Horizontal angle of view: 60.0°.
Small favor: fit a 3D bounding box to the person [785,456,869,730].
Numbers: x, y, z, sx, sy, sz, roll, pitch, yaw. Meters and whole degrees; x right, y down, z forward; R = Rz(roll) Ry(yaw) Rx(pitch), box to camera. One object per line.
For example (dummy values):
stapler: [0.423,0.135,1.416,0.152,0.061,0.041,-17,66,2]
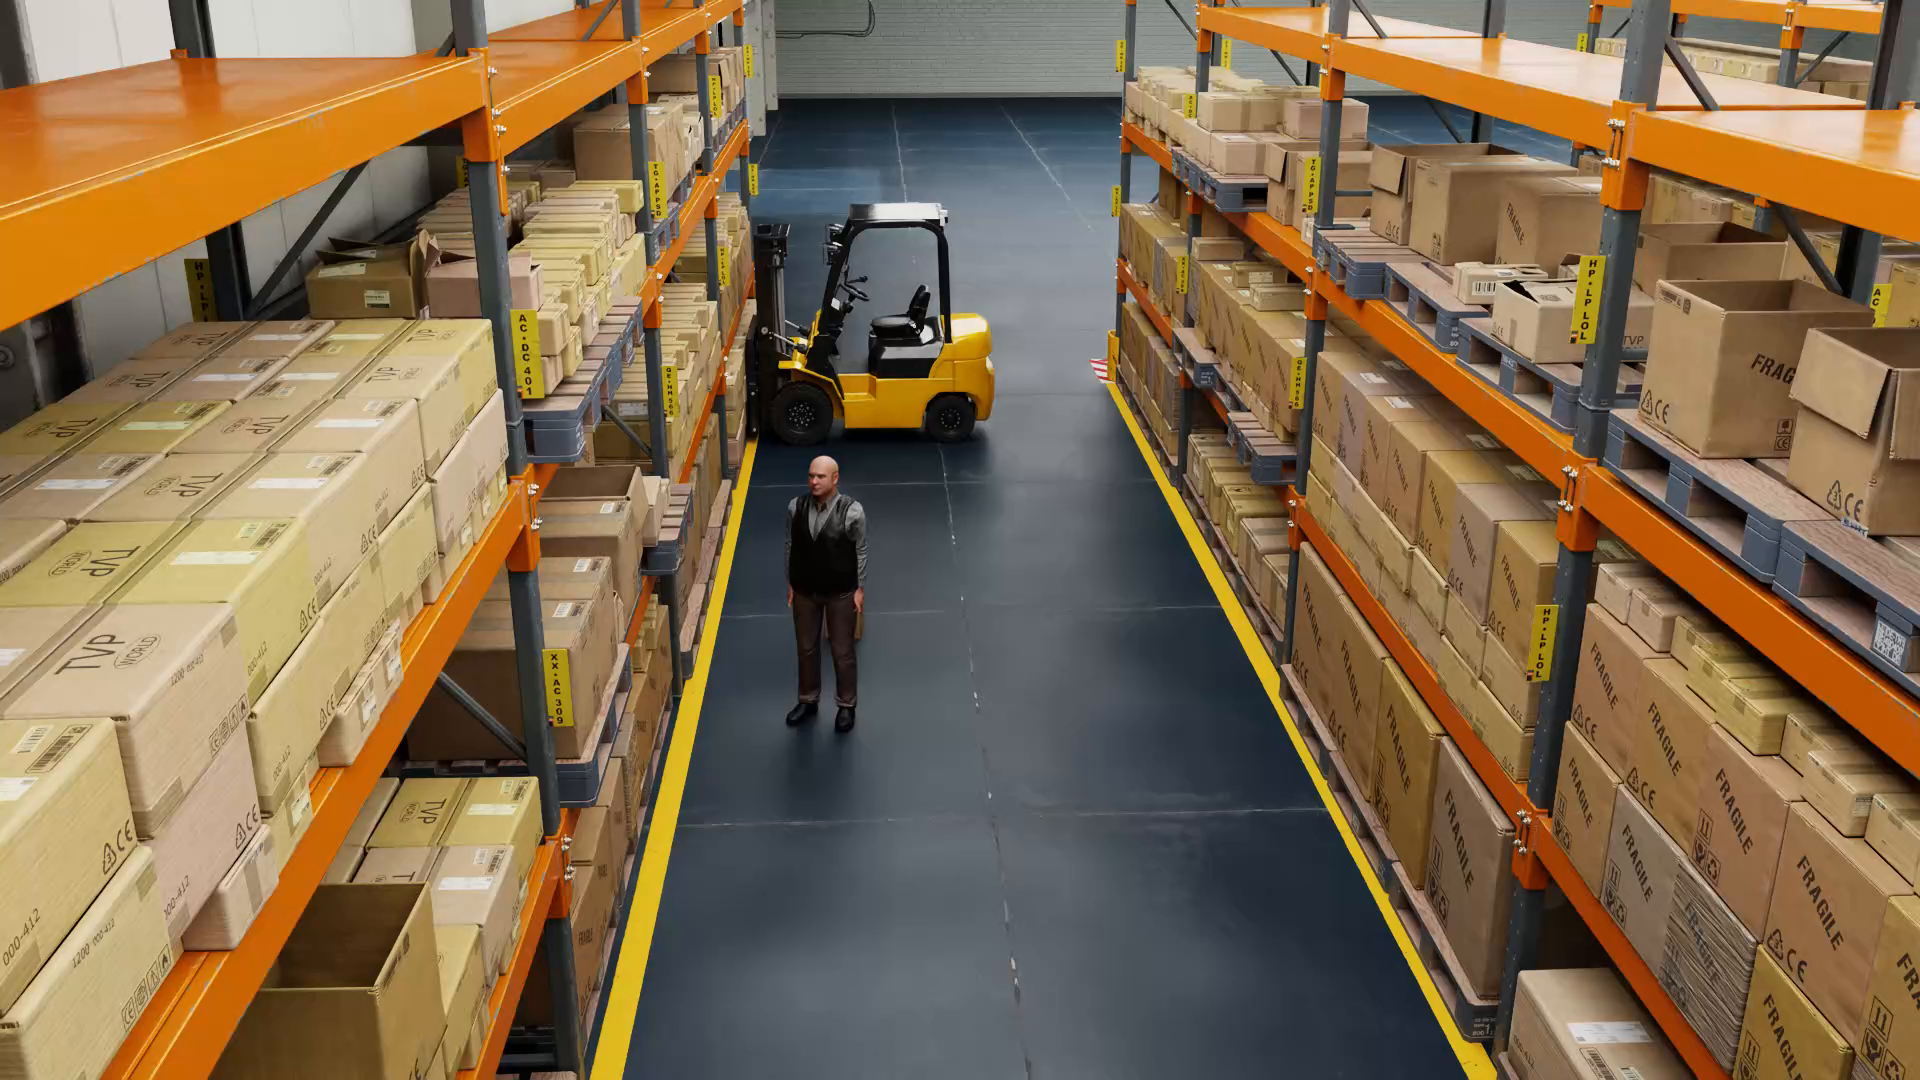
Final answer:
person: [-0.828,0.321,10.237,0.527,1.725,0.356,5,21,13]
